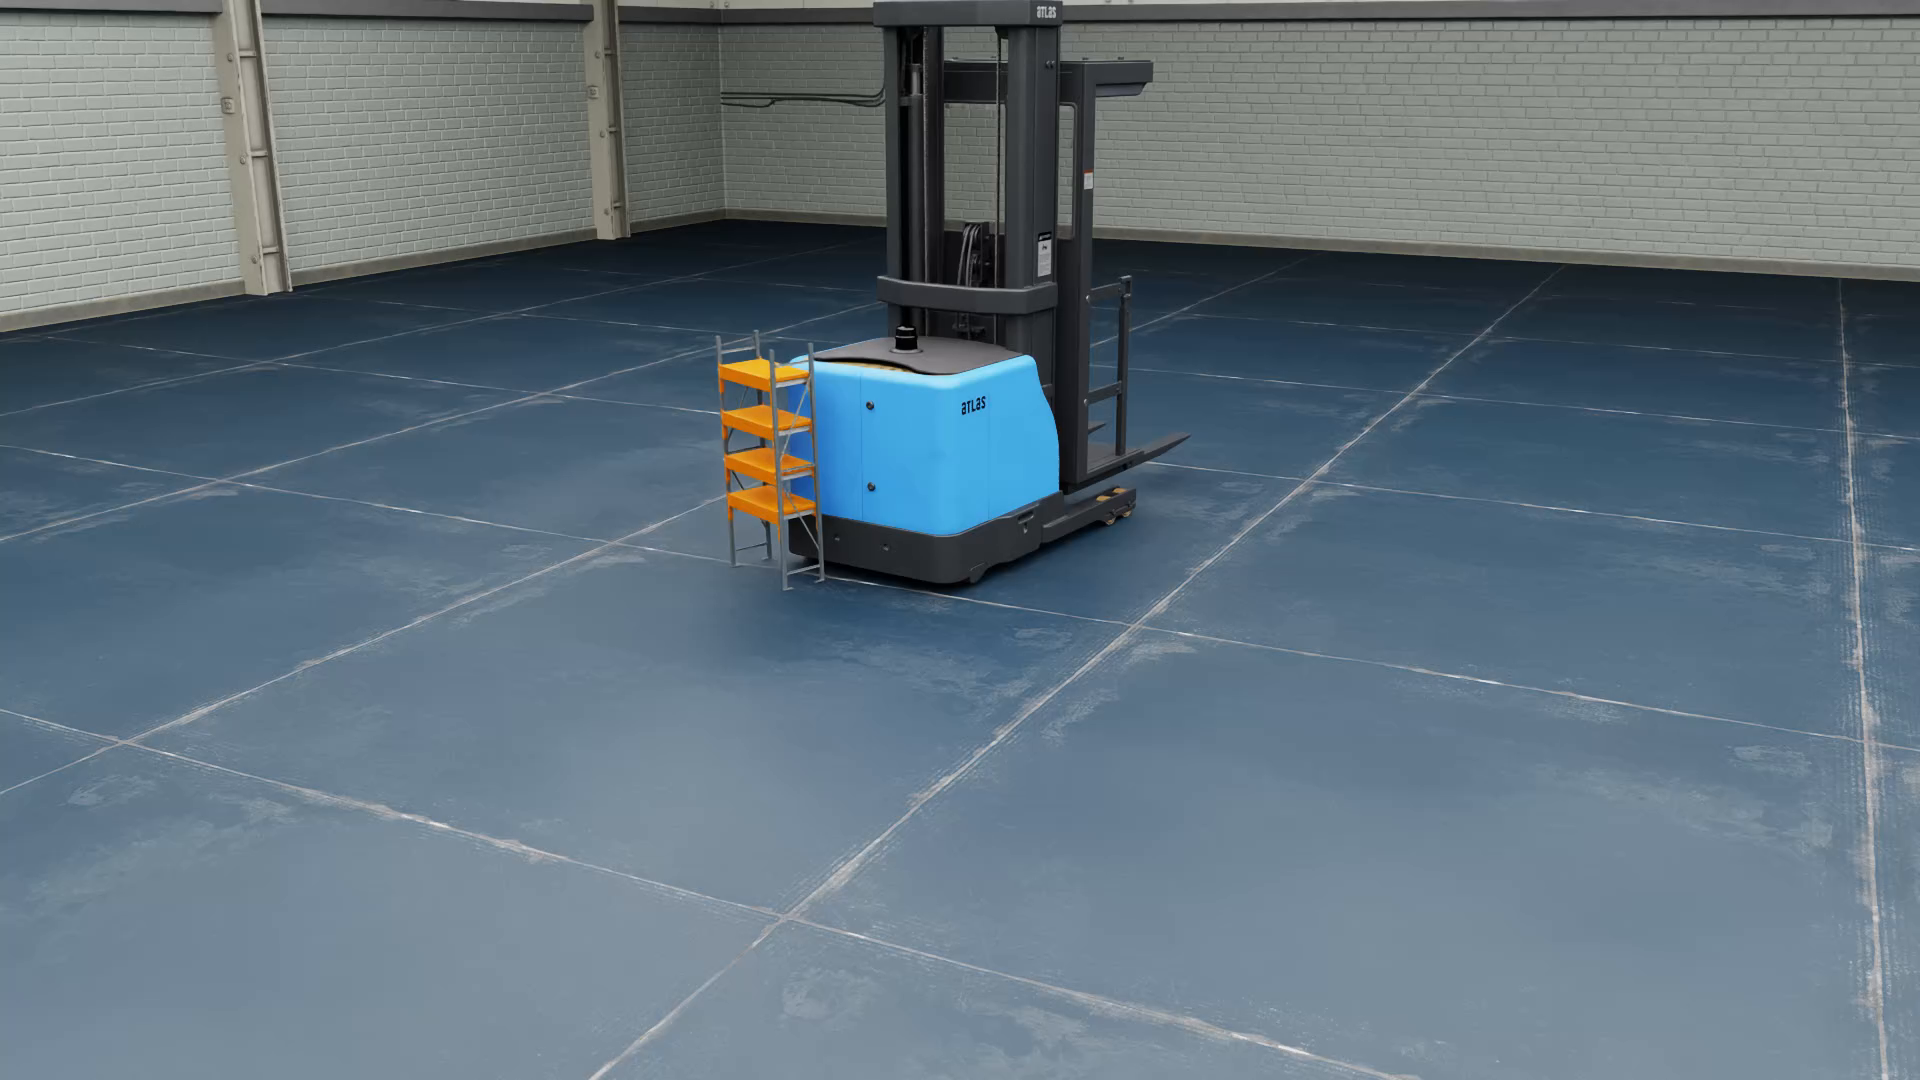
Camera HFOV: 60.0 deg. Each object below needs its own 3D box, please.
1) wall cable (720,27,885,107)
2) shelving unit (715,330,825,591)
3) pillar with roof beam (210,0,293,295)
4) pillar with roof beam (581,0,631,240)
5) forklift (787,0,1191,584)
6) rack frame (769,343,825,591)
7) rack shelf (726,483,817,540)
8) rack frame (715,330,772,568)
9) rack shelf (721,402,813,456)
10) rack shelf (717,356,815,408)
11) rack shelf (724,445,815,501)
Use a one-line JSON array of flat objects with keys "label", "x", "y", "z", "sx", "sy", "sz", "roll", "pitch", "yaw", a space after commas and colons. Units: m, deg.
[{"label": "wall cable", "x": -2.351, "y": -7.634, "z": 24.377, "sx": 3.097, "sy": 2.526, "sz": 0.112, "roll": 8, "pitch": 18, "yaw": 25}, {"label": "shelving unit", "x": -0.940, "y": -0.400, "z": 8.252, "sx": 0.258, "sy": 1.200, "sz": 0.503, "roll": -15, "pitch": 22, "yaw": -36}, {"label": "pillar with roof beam", "x": -3.680, "y": -6.465, "z": 14.985, "sx": 9.100, "sy": 9.000, "sz": 0.400, "roll": 8, "pitch": 18, "yaw": 25}, {"label": "pillar with roof beam", "x": -0.999, "y": -7.993, "z": 20.131, "sx": 9.100, "sy": 9.000, "sz": 0.400, "roll": 8, "pitch": 18, "yaw": 25}, {"label": "forklift", "x": 0.347, "y": -1.555, "z": 9.110, "sx": 1.130, "sy": 2.935, "sz": 3.031, "roll": 11, "pitch": 20, "yaw": 32}, {"label": "rack frame", "x": -0.788, "y": -0.346, "z": 8.069, "sx": 0.240, "sy": 1.200, "sz": 0.015, "roll": -15, "pitch": 22, "yaw": -36}, {"label": "rack shelf", "x": -0.934, "y": -0.147, "z": 8.332, "sx": 0.258, "sy": 0.148, "sz": 0.480, "roll": -15, "pitch": 22, "yaw": -36}, {"label": "rack frame", "x": -1.092, "y": -0.455, "z": 8.435, "sx": 0.240, "sy": 1.200, "sz": 0.015, "roll": -15, "pitch": 22, "yaw": -36}, {"label": "rack shelf", "x": -0.944, "y": -0.550, "z": 8.204, "sx": 0.258, "sy": 0.148, "sz": 0.480, "roll": -15, "pitch": 22, "yaw": -36}, {"label": "rack shelf", "x": -0.949, "y": -0.775, "z": 8.133, "sx": 0.258, "sy": 0.148, "sz": 0.480, "roll": -15, "pitch": 22, "yaw": -36}, {"label": "rack shelf", "x": -0.939, "y": -0.336, "z": 8.272, "sx": 0.258, "sy": 0.148, "sz": 0.480, "roll": -15, "pitch": 22, "yaw": -36}]
